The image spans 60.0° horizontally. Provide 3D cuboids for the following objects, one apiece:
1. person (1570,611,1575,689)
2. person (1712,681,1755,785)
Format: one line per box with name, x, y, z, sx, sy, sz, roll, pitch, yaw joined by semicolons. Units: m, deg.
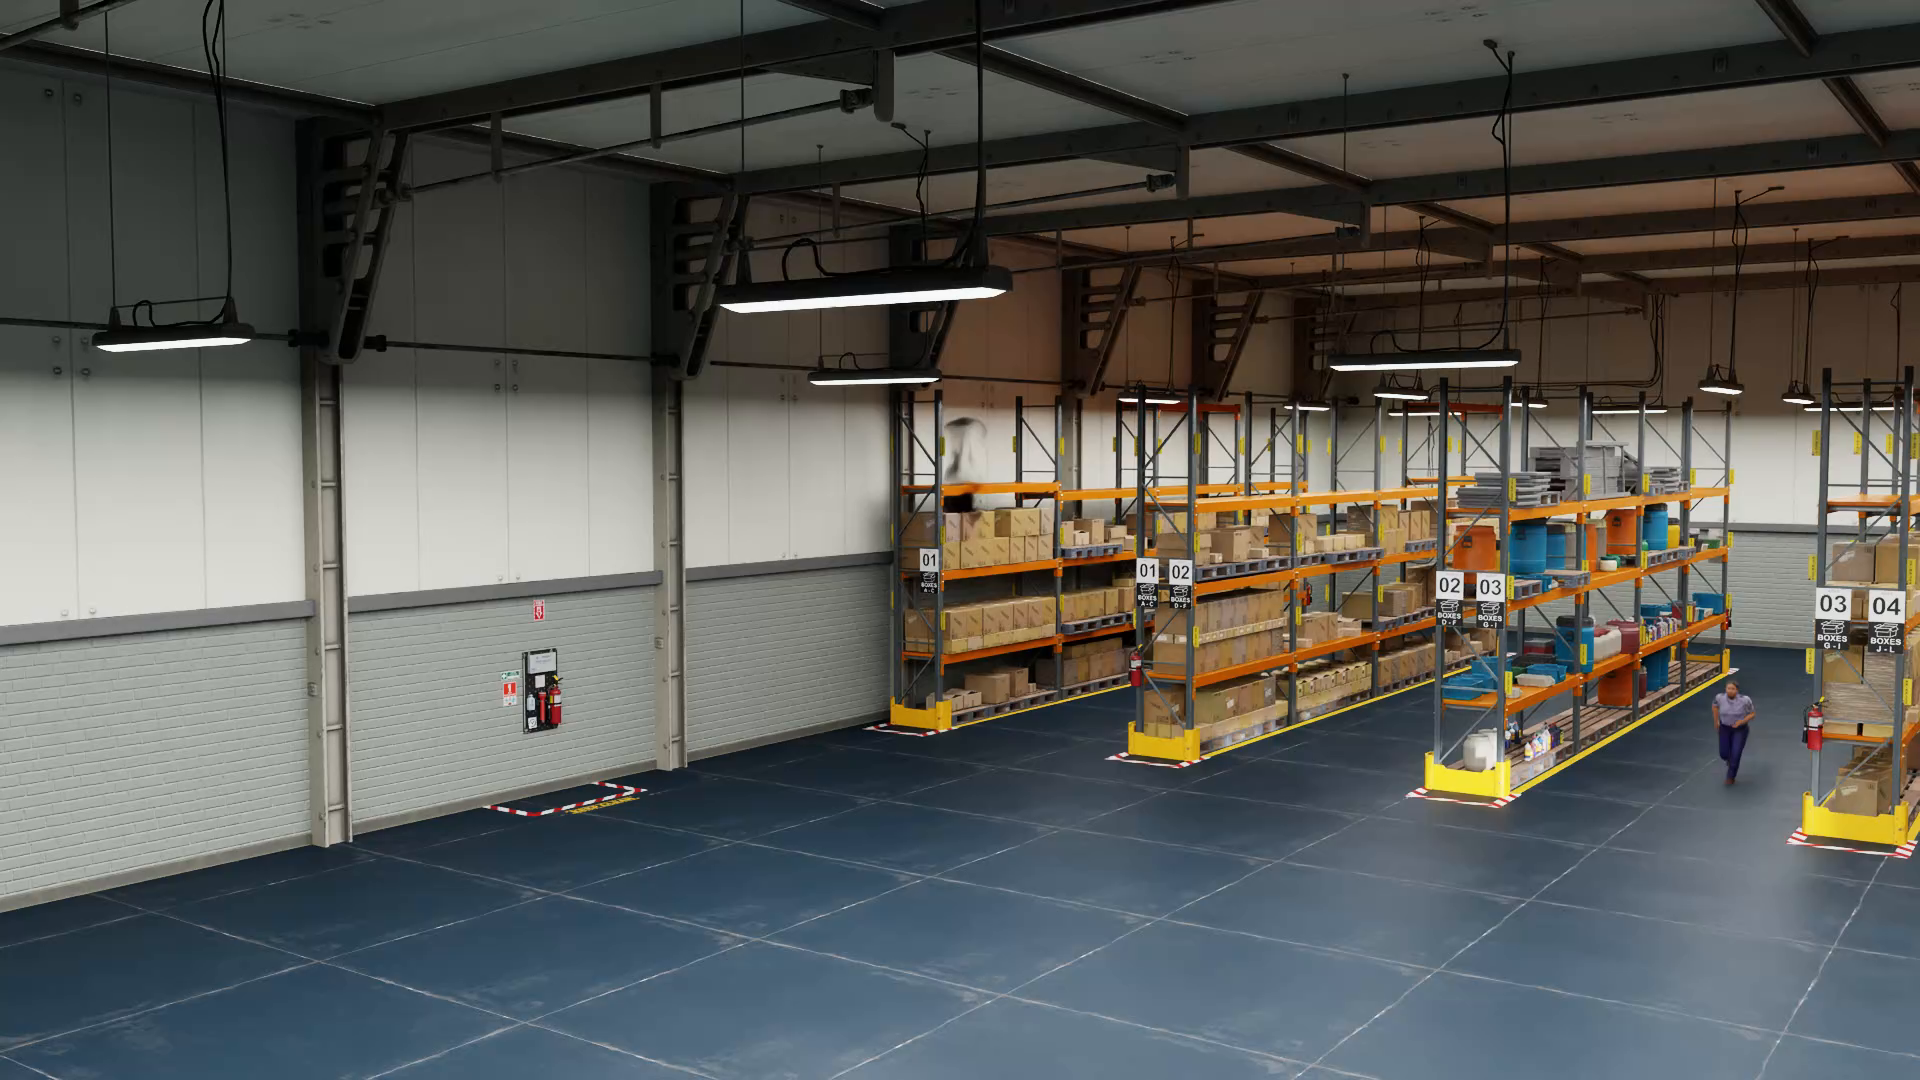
person;12.640;2.261;34.145;0.586;1.633;0.583;2;4;35
person;11.464;2.850;24.658;0.598;1.586;0.701;2;4;31
